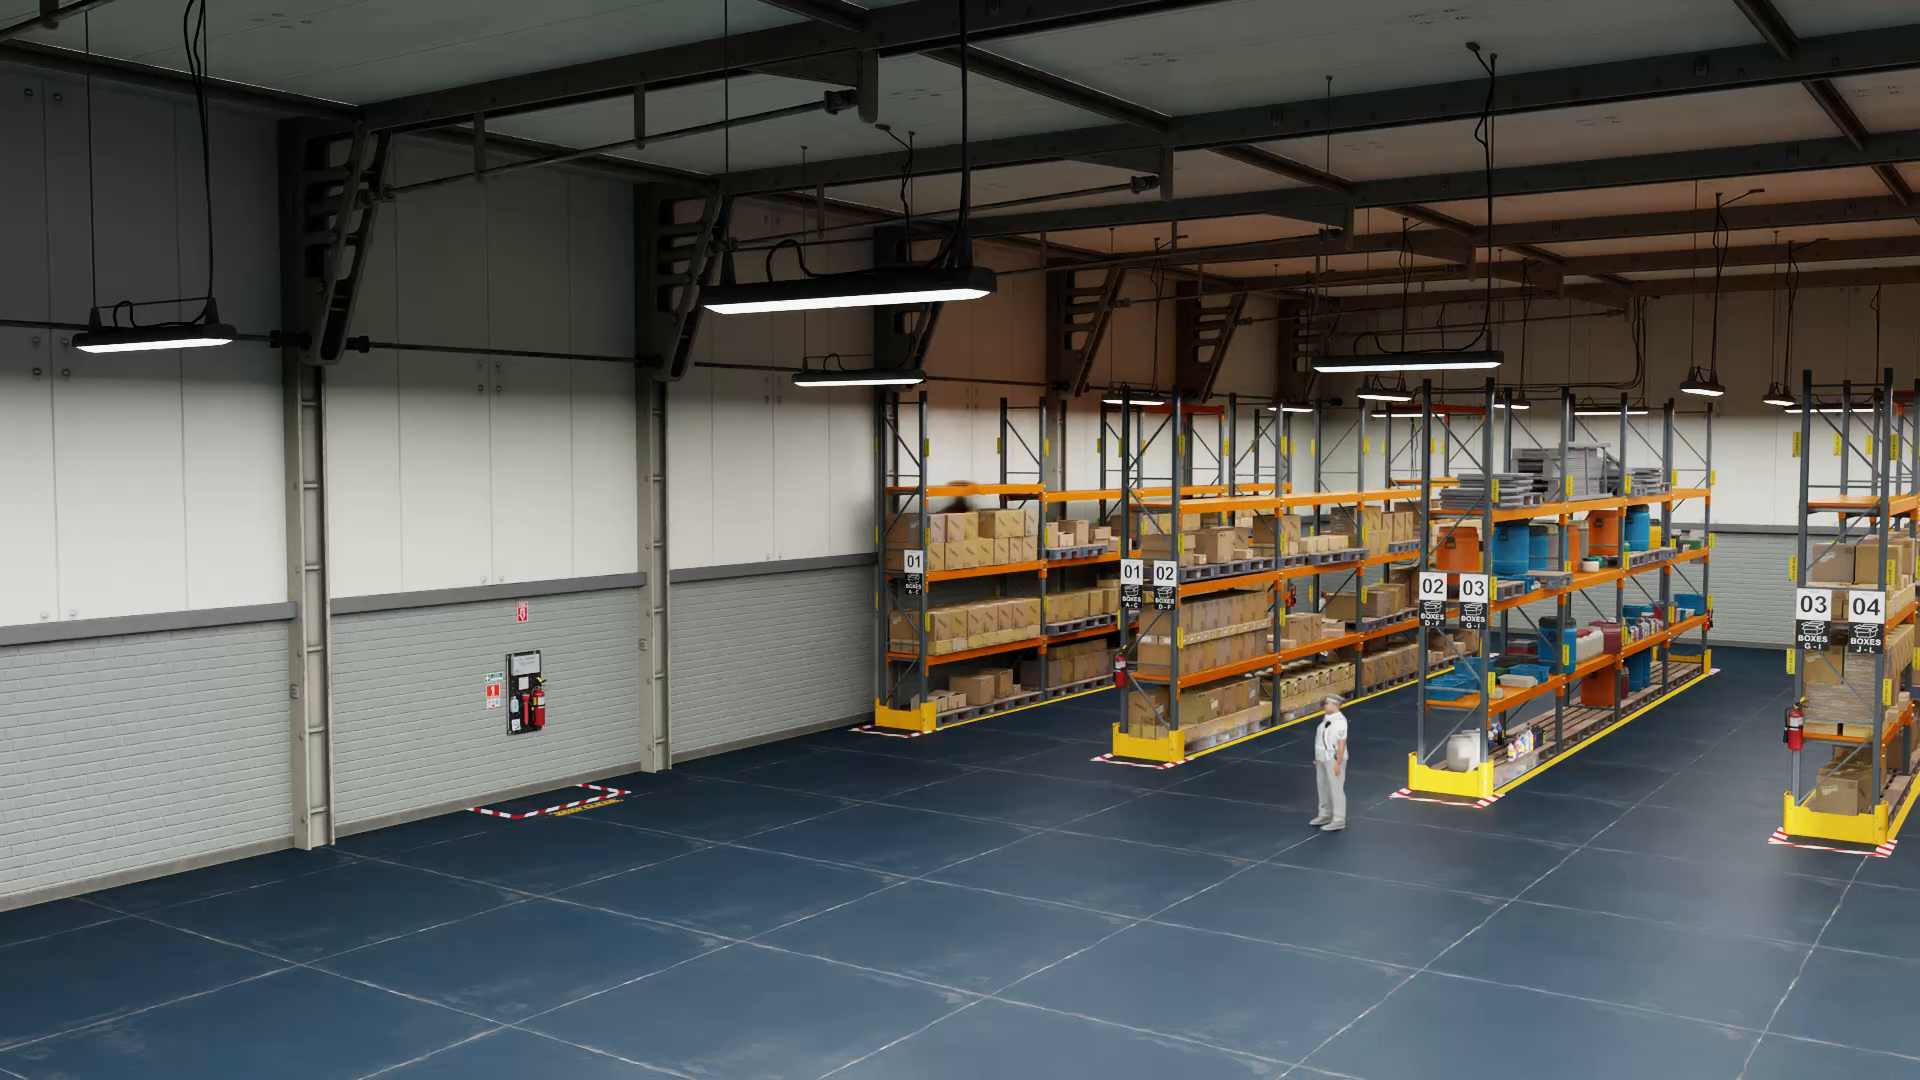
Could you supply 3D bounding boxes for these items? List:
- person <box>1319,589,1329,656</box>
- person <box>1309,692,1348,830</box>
[{"bbox_3d":[8.851,1.984,40.150,0.450,1.606,0.531,-2,4,-28],"label":"person"},{"bbox_3d":[4.862,2.892,21.884,0.421,1.779,0.589,-1,3,-19],"label":"person"}]
